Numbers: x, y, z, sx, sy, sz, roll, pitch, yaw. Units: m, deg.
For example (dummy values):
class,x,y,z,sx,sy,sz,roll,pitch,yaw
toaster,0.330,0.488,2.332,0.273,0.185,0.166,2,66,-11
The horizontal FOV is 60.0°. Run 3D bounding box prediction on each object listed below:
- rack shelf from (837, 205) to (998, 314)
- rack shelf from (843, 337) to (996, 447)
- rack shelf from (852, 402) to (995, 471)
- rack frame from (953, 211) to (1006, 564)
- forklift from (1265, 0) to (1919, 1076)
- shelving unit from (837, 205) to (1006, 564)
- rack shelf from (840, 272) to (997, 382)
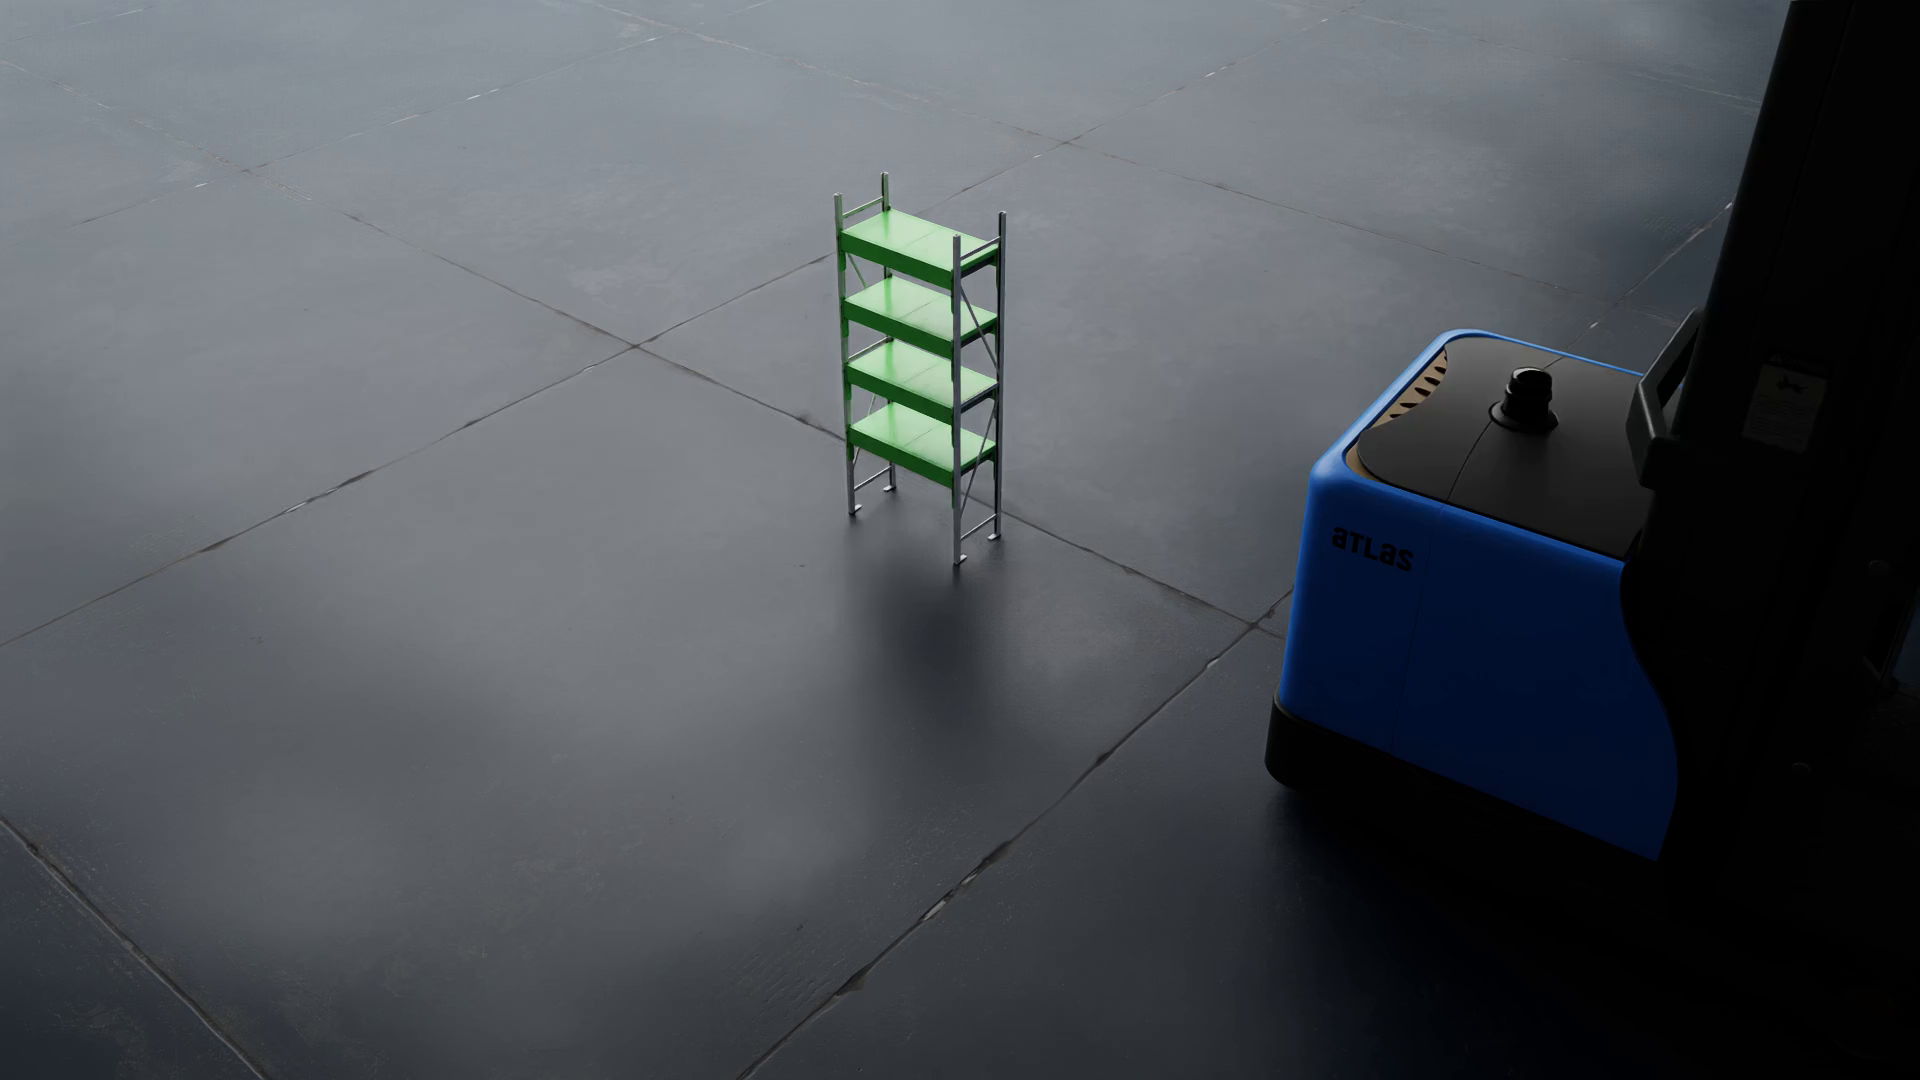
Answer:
class,x,y,z,sx,sy,sz,roll,pitch,yaw
rack shelf,-0.127,-0.898,5.282,0.480,0.148,0.258,25,42,32
rack shelf,-0.127,-0.502,5.553,0.480,0.148,0.258,25,42,32
rack shelf,-0.127,-0.348,5.659,0.457,0.021,0.221,25,42,32
rack frame,0.060,-0.466,5.388,0.015,1.200,0.240,25,42,32
forklift,2.368,-0.255,3.552,3.031,2.935,1.130,21,40,28
shelving unit,-0.123,-0.552,5.514,0.492,1.200,0.258,25,42,32
rack shelf,-0.127,-0.700,5.417,0.480,0.148,0.258,25,42,32
